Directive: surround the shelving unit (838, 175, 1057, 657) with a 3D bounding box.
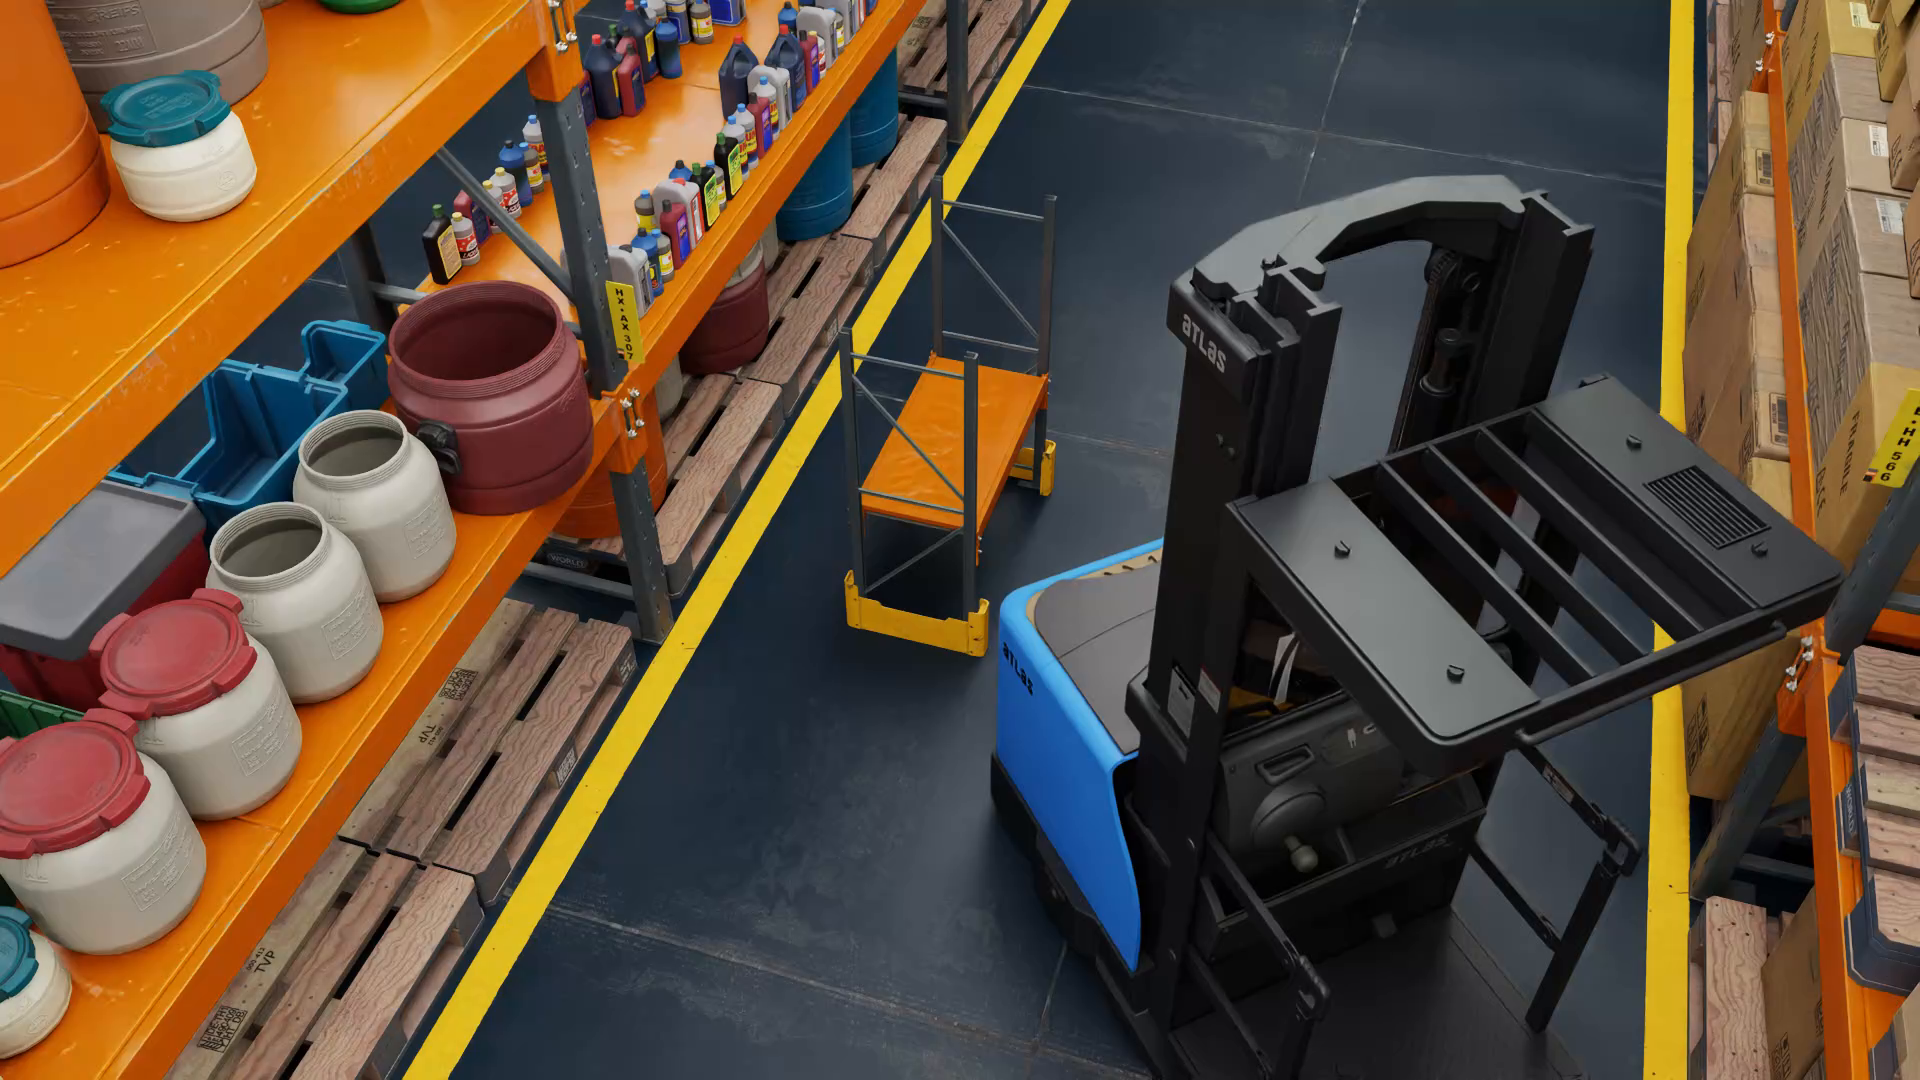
[{"bbox_3d":[-0.023,-0.485,6.573,0.587,1.500,1.083,13,46,13],"label":"shelving unit"}]

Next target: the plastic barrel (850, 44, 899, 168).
[{"bbox_3d":[-0.630,-2.496,8.755,0.600,0.901,0.708,13,46,13],"label":"plastic barrel"}]

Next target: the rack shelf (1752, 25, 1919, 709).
[{"bbox_3d":[3.666,-0.816,6.353,1.077,0.370,4.000,13,46,13],"label":"rack shelf"}]

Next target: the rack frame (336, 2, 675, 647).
[{"bbox_3d":[-1.660,-0.789,5.811,1.000,3.000,0.127,13,46,13],"label":"rack frame"}]

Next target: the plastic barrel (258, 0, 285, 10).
[{"bbox_3d":[-2.046,-1.759,4.577,0.421,0.512,0.421,0,44,0],"label":"plastic barrel"}]

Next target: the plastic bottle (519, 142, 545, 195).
[{"bbox_3d":[-1.734,-1.500,6.679,0.097,0.201,0.097,0,44,0],"label":"plastic bottle"}]

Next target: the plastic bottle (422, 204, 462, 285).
[{"bbox_3d":[-1.944,-1.107,6.219,0.061,0.283,0.133,13,46,13],"label":"plastic bottle"}]

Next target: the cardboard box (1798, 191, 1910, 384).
[{"bbox_3d":[3.284,-0.835,5.786,0.500,0.500,0.500,11,45,11],"label":"cardboard box"}]

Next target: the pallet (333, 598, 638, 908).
[{"bbox_3d":[-1.932,0.716,6.267,1.003,0.211,1.213,13,46,13],"label":"pallet"}]

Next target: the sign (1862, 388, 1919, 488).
[{"bbox_3d":[2.530,-0.269,4.452,0.100,0.325,0.005,13,46,13],"label":"sign"}]

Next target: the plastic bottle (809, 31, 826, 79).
[{"bbox_3d":[-0.644,-2.146,7.339,0.097,0.201,0.097,0,44,0],"label":"plastic bottle"}]

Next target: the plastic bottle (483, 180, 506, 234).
[{"bbox_3d":[-1.822,-1.305,6.480,0.097,0.201,0.097,0,44,0],"label":"plastic bottle"}]

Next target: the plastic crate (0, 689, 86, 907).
[{"bbox_3d":[-2.613,0.732,4.407,0.450,0.188,0.662,13,46,13],"label":"plastic crate"}]

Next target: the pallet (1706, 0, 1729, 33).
[{"bbox_3d":[5.315,-3.526,10.602,1.003,0.211,1.213,13,46,13],"label":"pallet"}]

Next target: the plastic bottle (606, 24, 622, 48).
[{"bbox_3d":[-1.502,-2.081,7.215,0.061,0.283,0.133,13,46,13],"label":"plastic bottle"}]

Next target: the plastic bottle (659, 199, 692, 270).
[{"bbox_3d":[-1.078,-1.177,6.290,0.061,0.283,0.133,13,46,13],"label":"plastic bottle"}]

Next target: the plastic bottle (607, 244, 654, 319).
[{"bbox_3d":[-1.221,-0.965,6.079,0.152,0.276,0.135,13,46,13],"label":"plastic bottle"}]

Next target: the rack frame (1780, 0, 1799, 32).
[{"bbox_3d":[4.271,-2.406,7.463,1.000,3.000,0.127,13,46,13],"label":"rack frame"}]

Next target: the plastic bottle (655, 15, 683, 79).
[{"bbox_3d":[-1.286,-2.178,7.322,0.097,0.271,0.097,0,44,0],"label":"plastic bottle"}]

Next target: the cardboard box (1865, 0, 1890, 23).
[{"bbox_3d":[4.086,-2.373,6.641,0.797,0.503,0.637,11,46,11],"label":"cardboard box"}]

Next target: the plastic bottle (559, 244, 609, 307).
[{"bbox_3d":[-1.366,-0.997,6.112,0.152,0.276,0.135,13,46,13],"label":"plastic bottle"}]

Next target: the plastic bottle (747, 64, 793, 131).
[{"bbox_3d":[-0.801,-1.889,7.023,0.152,0.276,0.135,13,46,13],"label":"plastic bottle"}]

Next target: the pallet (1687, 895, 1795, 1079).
[{"bbox_3d":[2.822,1.777,5.182,1.003,0.211,1.213,13,46,13],"label":"pallet"}]

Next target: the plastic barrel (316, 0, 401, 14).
[{"bbox_3d":[-1.686,-1.630,4.637,0.294,0.245,0.294,0,44,0],"label":"plastic barrel"}]

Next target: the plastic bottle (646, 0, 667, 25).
[{"bbox_3d":[-1.364,-2.338,7.486,0.097,0.271,0.097,0,44,0],"label":"plastic bottle"}]

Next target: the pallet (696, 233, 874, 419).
[{"bbox_3d":[-1.090,-1.137,8.160,1.003,0.211,1.213,13,46,13],"label":"pallet"}]

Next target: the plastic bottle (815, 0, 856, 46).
[{"bbox_3d":[-0.564,-2.410,7.556,0.152,0.276,0.135,13,46,13],"label":"plastic bottle"}]

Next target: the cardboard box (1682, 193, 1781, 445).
[{"bbox_3d":[3.827,-0.770,7.010,1.225,0.875,0.875,11,45,11],"label":"cardboard box"}]

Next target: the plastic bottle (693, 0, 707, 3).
[{"bbox_3d":[-1.233,-2.566,7.715,0.152,0.276,0.135,13,46,13],"label":"plastic bottle"}]

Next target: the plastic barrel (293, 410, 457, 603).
[{"bbox_3d":[-1.768,-0.098,5.025,0.421,0.512,0.421,0,44,0],"label":"plastic barrel"}]

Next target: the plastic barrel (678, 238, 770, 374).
[{"bbox_3d":[-1.186,-1.160,7.613,0.600,0.588,0.708,13,46,13],"label":"plastic barrel"}]

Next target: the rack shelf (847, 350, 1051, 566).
[{"bbox_3d":[-0.026,-0.351,6.692,0.538,0.185,1.000,13,46,13],"label":"rack shelf"}]

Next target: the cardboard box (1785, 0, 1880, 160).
[{"bbox_3d":[3.743,-1.853,6.826,0.500,0.500,0.500,13,46,13],"label":"cardboard box"}]

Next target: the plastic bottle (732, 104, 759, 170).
[{"bbox_3d":[-0.880,-1.651,6.783,0.097,0.271,0.097,0,44,0],"label":"plastic bottle"}]

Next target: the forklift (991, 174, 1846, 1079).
[{"bbox_3d":[1.206,0.682,4.356,1.130,2.935,3.031,-19,47,-18],"label":"forklift"}]

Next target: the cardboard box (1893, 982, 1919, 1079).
[{"bbox_3d":[2.333,1.232,3.552,0.500,0.250,0.500,11,46,11],"label":"cardboard box"}]

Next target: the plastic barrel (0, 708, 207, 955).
[{"bbox_3d":[-2.151,0.748,4.142,0.433,0.535,0.433,0,44,0],"label":"plastic barrel"}]

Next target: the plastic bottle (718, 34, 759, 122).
[{"bbox_3d":[-0.935,-1.964,7.047,0.144,0.351,0.185,13,46,13],"label":"plastic bottle"}]

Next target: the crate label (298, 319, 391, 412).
[{"bbox_3d":[-2.145,-0.528,5.663,0.303,0.233,0.416,13,46,13],"label":"crate label"}]

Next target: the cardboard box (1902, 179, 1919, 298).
[{"bbox_3d":[3.497,-1.052,5.291,0.797,0.503,0.637,14,46,13],"label":"cardboard box"}]

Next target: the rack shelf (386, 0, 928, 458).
[{"bbox_3d":[-1.055,-1.865,7.425,1.077,0.370,4.000,13,46,13],"label":"rack shelf"}]

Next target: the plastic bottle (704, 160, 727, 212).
[{"bbox_3d":[-0.979,-1.407,6.584,0.097,0.201,0.097,0,44,0],"label":"plastic bottle"}]

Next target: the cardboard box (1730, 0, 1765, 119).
[{"bbox_3d":[4.820,-2.820,9.105,0.875,0.875,0.875,13,46,13],"label":"cardboard box"}]

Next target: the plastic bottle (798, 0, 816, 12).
[{"bbox_3d":[-0.689,-2.423,7.572,0.097,0.271,0.097,0,44,0],"label":"plastic bottle"}]
